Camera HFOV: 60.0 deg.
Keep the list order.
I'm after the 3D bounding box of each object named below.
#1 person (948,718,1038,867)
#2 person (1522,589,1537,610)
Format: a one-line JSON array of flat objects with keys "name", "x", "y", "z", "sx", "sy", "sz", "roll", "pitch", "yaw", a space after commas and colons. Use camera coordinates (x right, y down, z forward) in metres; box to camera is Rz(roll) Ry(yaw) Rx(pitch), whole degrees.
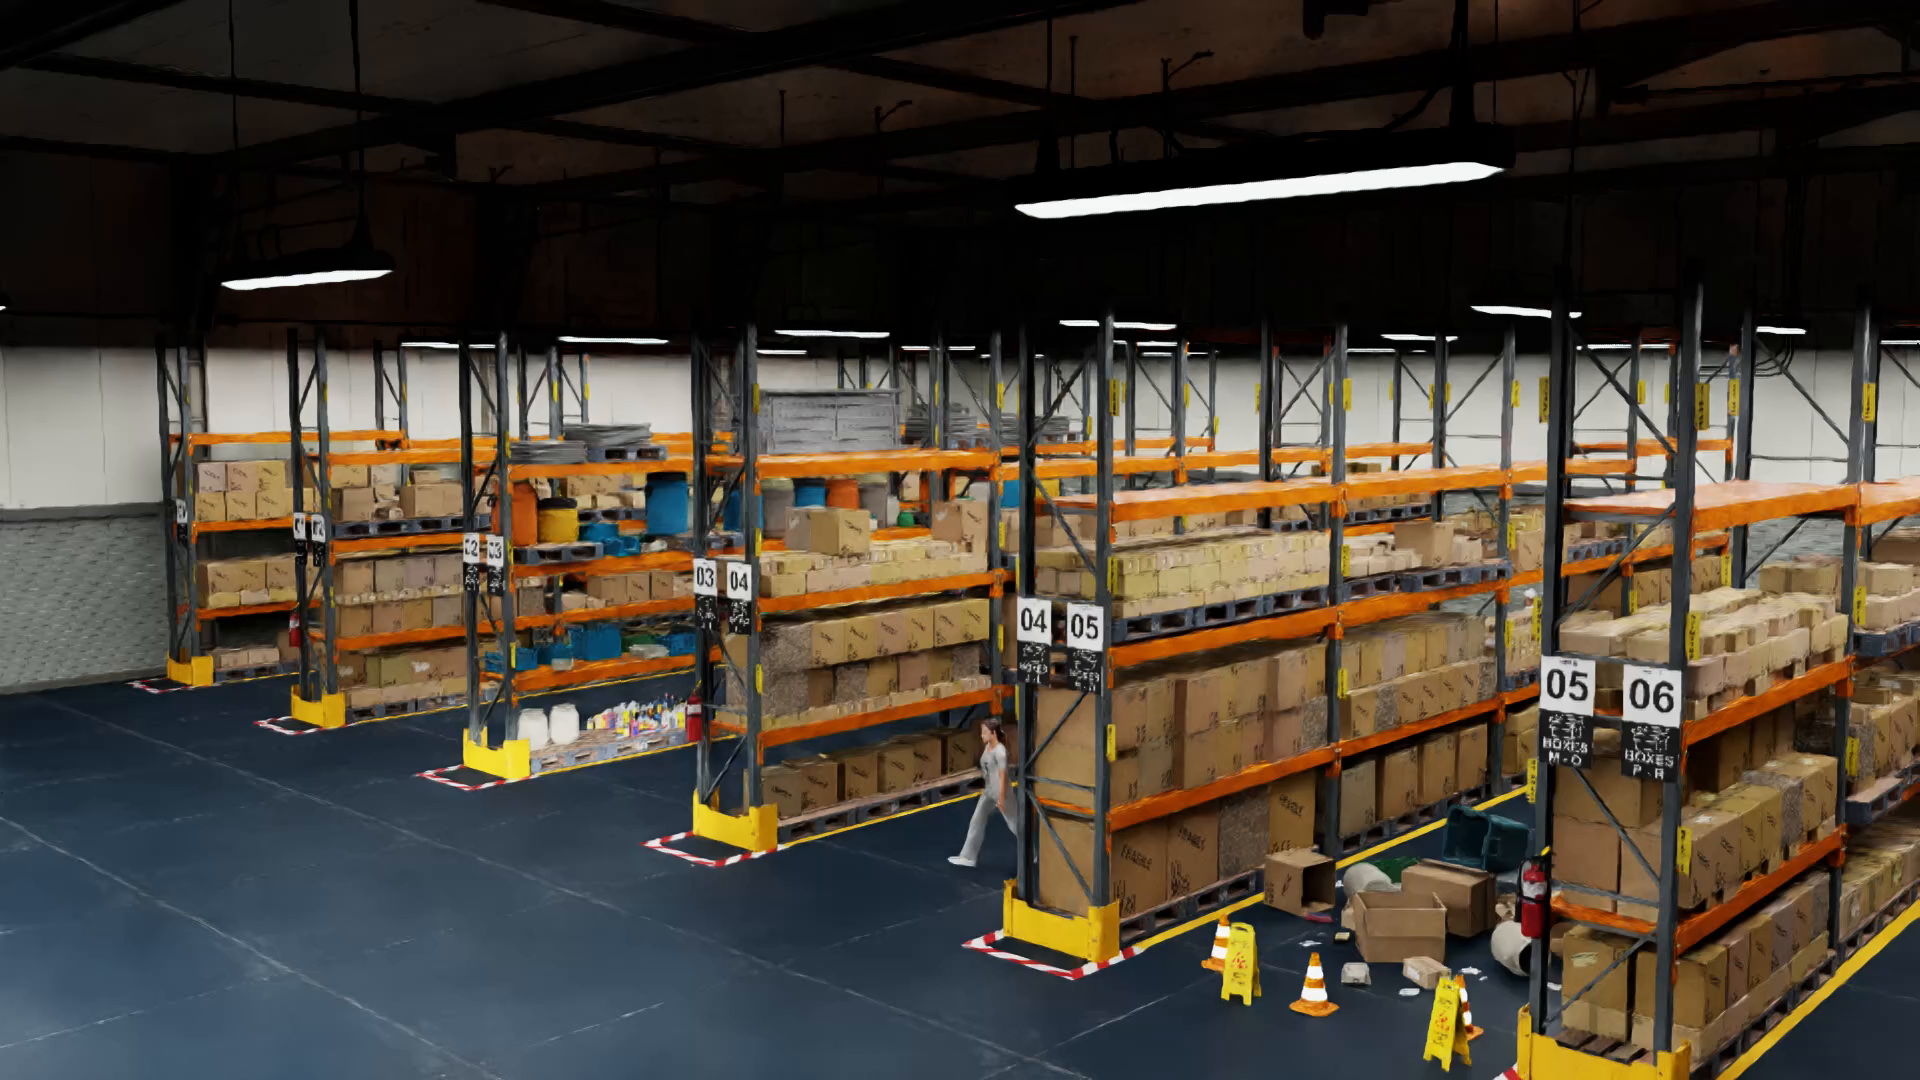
[{"name": "person", "x": 0.378, "y": 2.697, "z": 17.704, "sx": 0.948, "sy": 1.621, "sz": 0.482, "roll": -2, "pitch": 6, "yaw": -23}, {"name": "person", "x": 9.404, "y": 1.695, "z": 27.467, "sx": 0.727, "sy": 1.790, "sz": 0.578, "roll": -5, "pitch": 7, "yaw": -42}]
